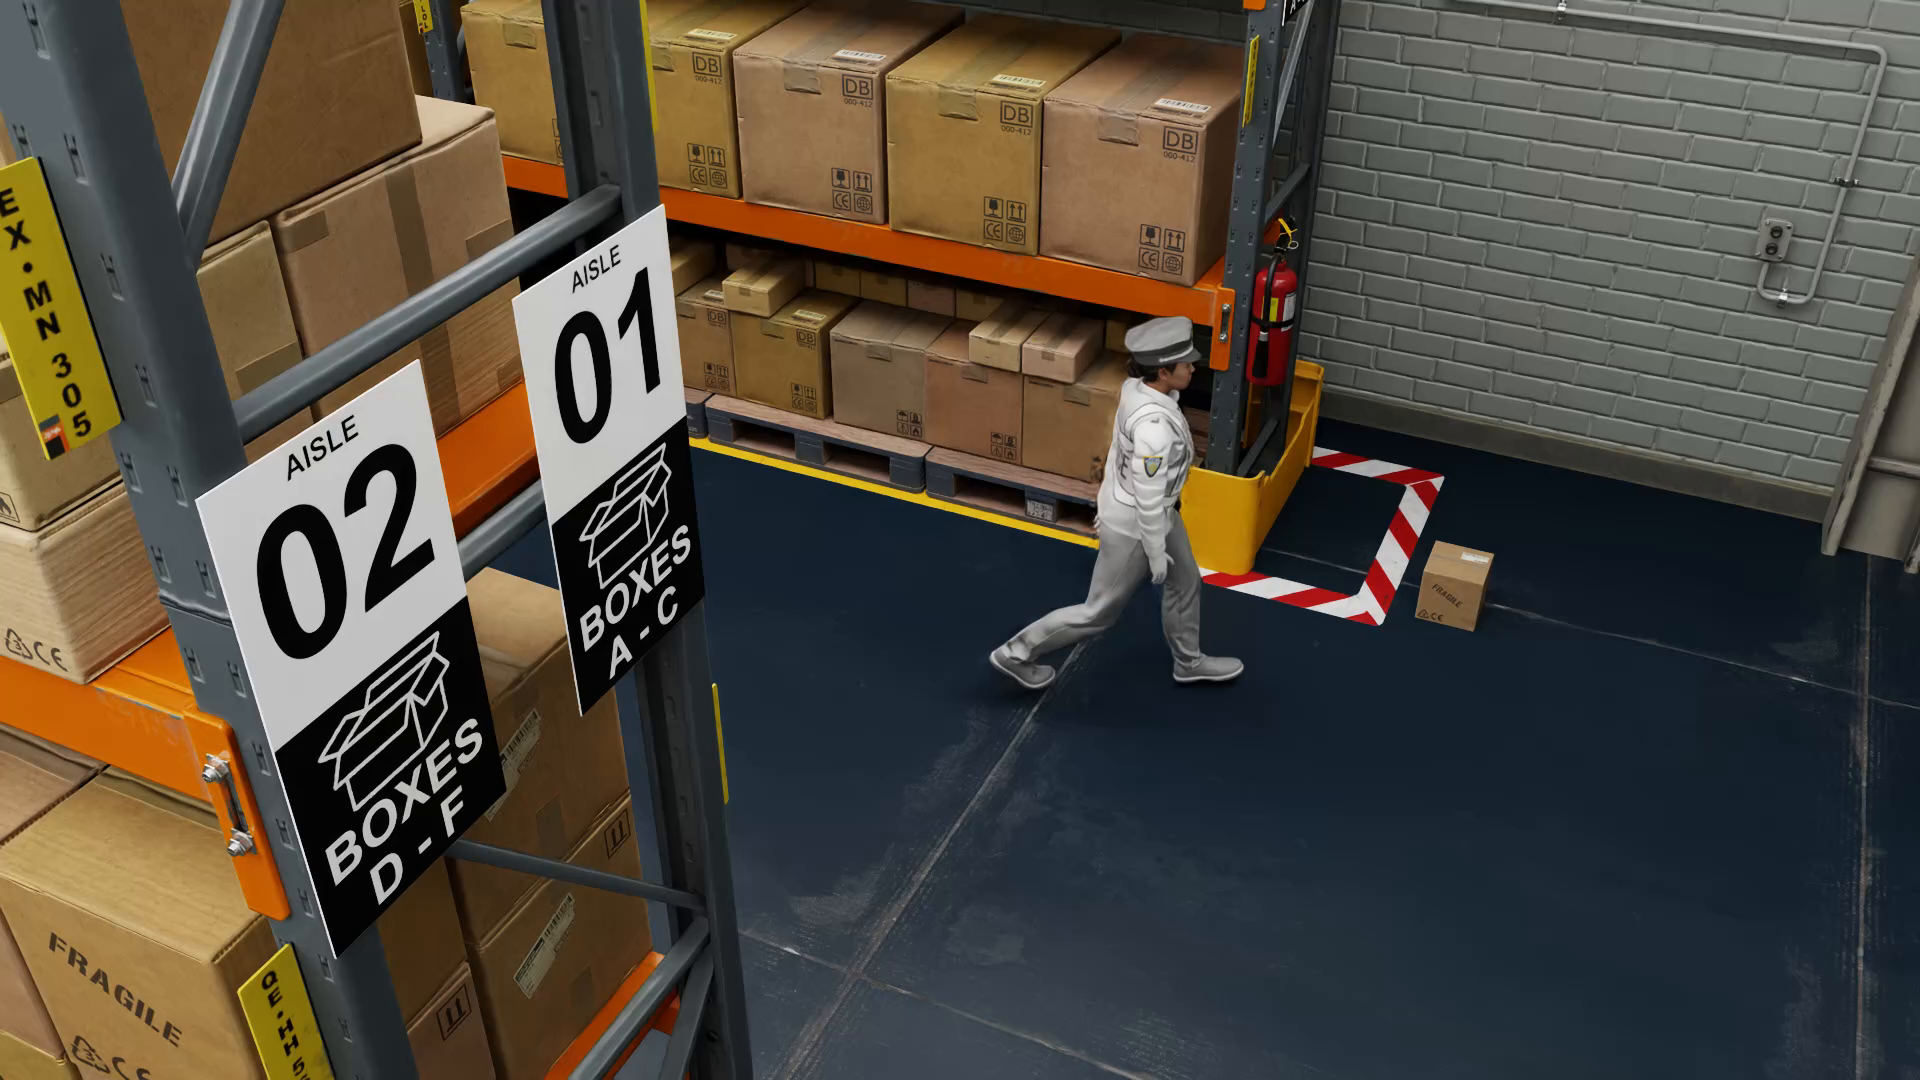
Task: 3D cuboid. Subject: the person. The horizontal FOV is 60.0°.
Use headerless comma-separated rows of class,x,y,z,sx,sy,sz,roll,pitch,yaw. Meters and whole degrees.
person,0.633,-0.083,6.267,1.022,1.626,0.487,2,34,4
